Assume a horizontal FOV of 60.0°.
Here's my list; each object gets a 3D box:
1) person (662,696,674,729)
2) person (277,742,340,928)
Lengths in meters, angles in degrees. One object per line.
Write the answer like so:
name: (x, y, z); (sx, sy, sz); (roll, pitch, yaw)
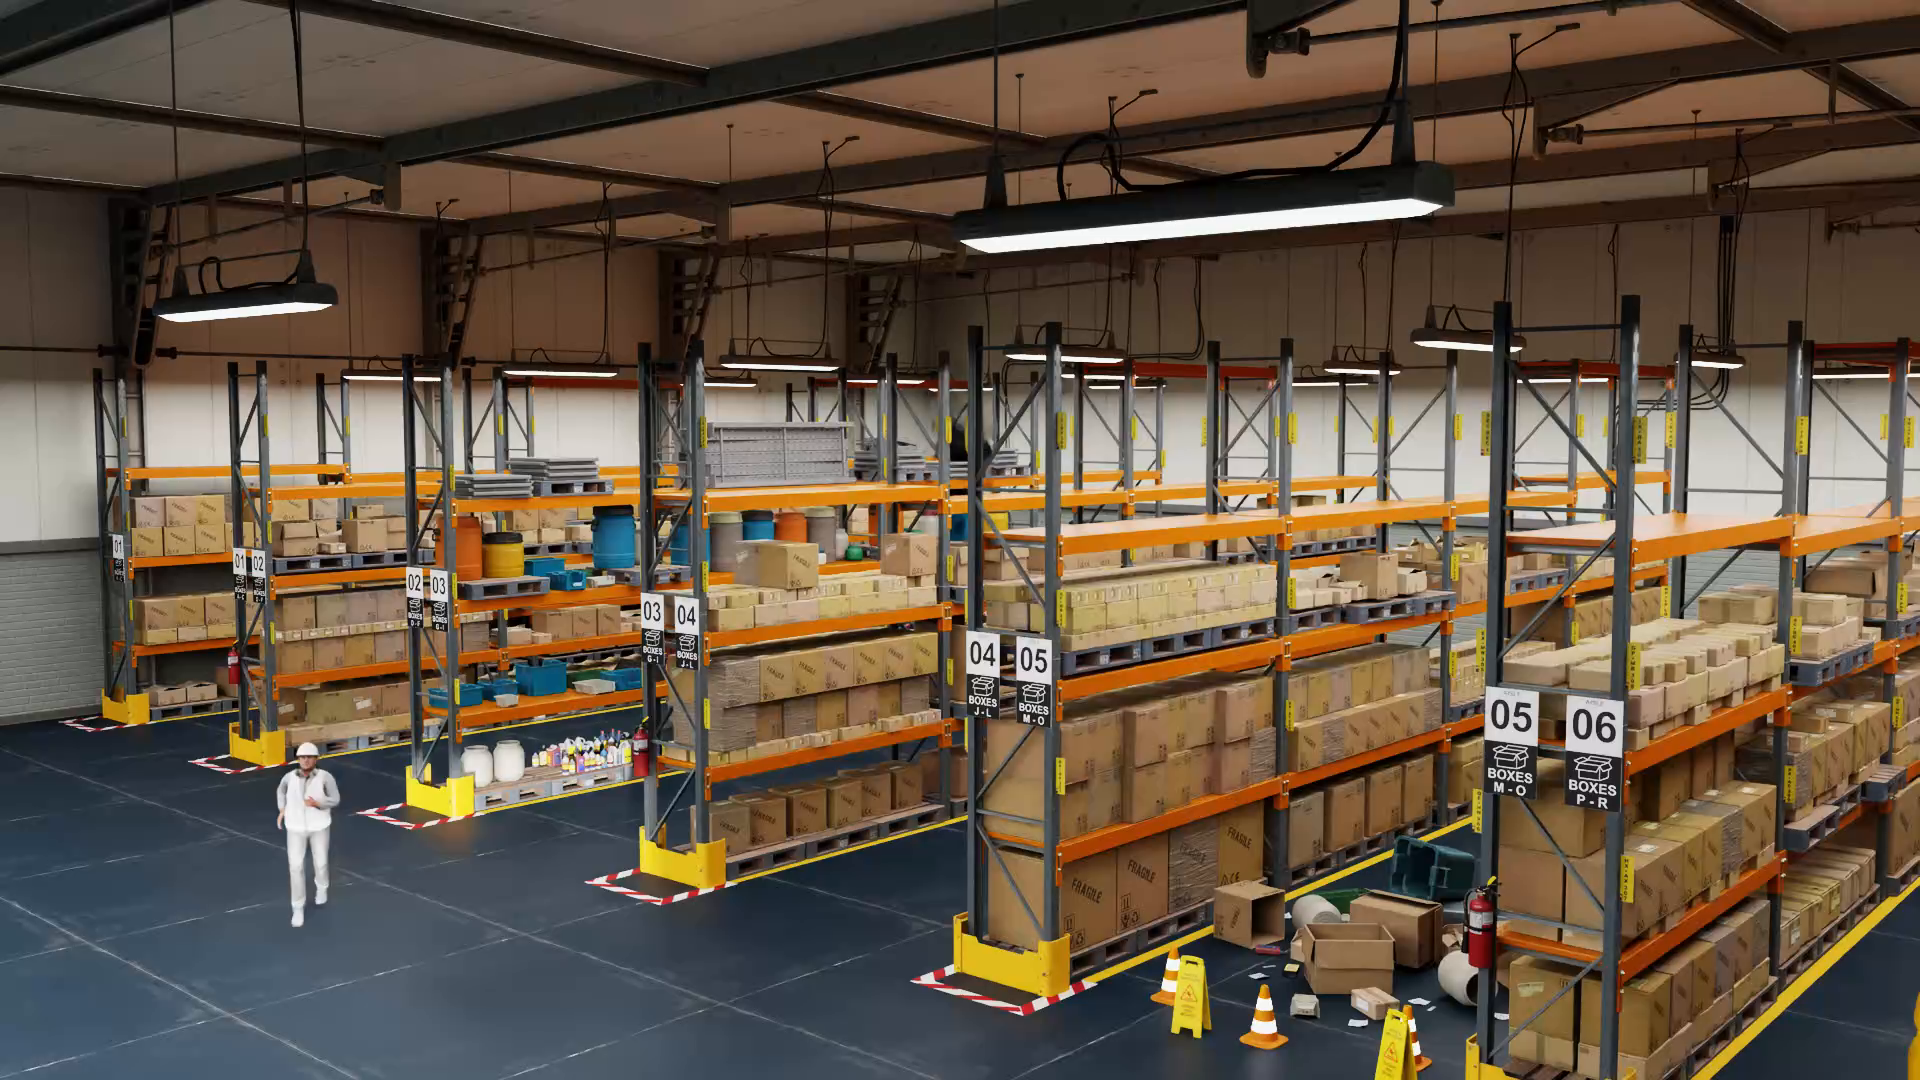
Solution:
person: (-4.625, 2.288, 27.725); (0.615, 1.642, 0.899); (3, 5, 36)
person: (-6.756, 3.001, 17.247); (0.639, 1.818, 0.865); (-1, 4, -16)
